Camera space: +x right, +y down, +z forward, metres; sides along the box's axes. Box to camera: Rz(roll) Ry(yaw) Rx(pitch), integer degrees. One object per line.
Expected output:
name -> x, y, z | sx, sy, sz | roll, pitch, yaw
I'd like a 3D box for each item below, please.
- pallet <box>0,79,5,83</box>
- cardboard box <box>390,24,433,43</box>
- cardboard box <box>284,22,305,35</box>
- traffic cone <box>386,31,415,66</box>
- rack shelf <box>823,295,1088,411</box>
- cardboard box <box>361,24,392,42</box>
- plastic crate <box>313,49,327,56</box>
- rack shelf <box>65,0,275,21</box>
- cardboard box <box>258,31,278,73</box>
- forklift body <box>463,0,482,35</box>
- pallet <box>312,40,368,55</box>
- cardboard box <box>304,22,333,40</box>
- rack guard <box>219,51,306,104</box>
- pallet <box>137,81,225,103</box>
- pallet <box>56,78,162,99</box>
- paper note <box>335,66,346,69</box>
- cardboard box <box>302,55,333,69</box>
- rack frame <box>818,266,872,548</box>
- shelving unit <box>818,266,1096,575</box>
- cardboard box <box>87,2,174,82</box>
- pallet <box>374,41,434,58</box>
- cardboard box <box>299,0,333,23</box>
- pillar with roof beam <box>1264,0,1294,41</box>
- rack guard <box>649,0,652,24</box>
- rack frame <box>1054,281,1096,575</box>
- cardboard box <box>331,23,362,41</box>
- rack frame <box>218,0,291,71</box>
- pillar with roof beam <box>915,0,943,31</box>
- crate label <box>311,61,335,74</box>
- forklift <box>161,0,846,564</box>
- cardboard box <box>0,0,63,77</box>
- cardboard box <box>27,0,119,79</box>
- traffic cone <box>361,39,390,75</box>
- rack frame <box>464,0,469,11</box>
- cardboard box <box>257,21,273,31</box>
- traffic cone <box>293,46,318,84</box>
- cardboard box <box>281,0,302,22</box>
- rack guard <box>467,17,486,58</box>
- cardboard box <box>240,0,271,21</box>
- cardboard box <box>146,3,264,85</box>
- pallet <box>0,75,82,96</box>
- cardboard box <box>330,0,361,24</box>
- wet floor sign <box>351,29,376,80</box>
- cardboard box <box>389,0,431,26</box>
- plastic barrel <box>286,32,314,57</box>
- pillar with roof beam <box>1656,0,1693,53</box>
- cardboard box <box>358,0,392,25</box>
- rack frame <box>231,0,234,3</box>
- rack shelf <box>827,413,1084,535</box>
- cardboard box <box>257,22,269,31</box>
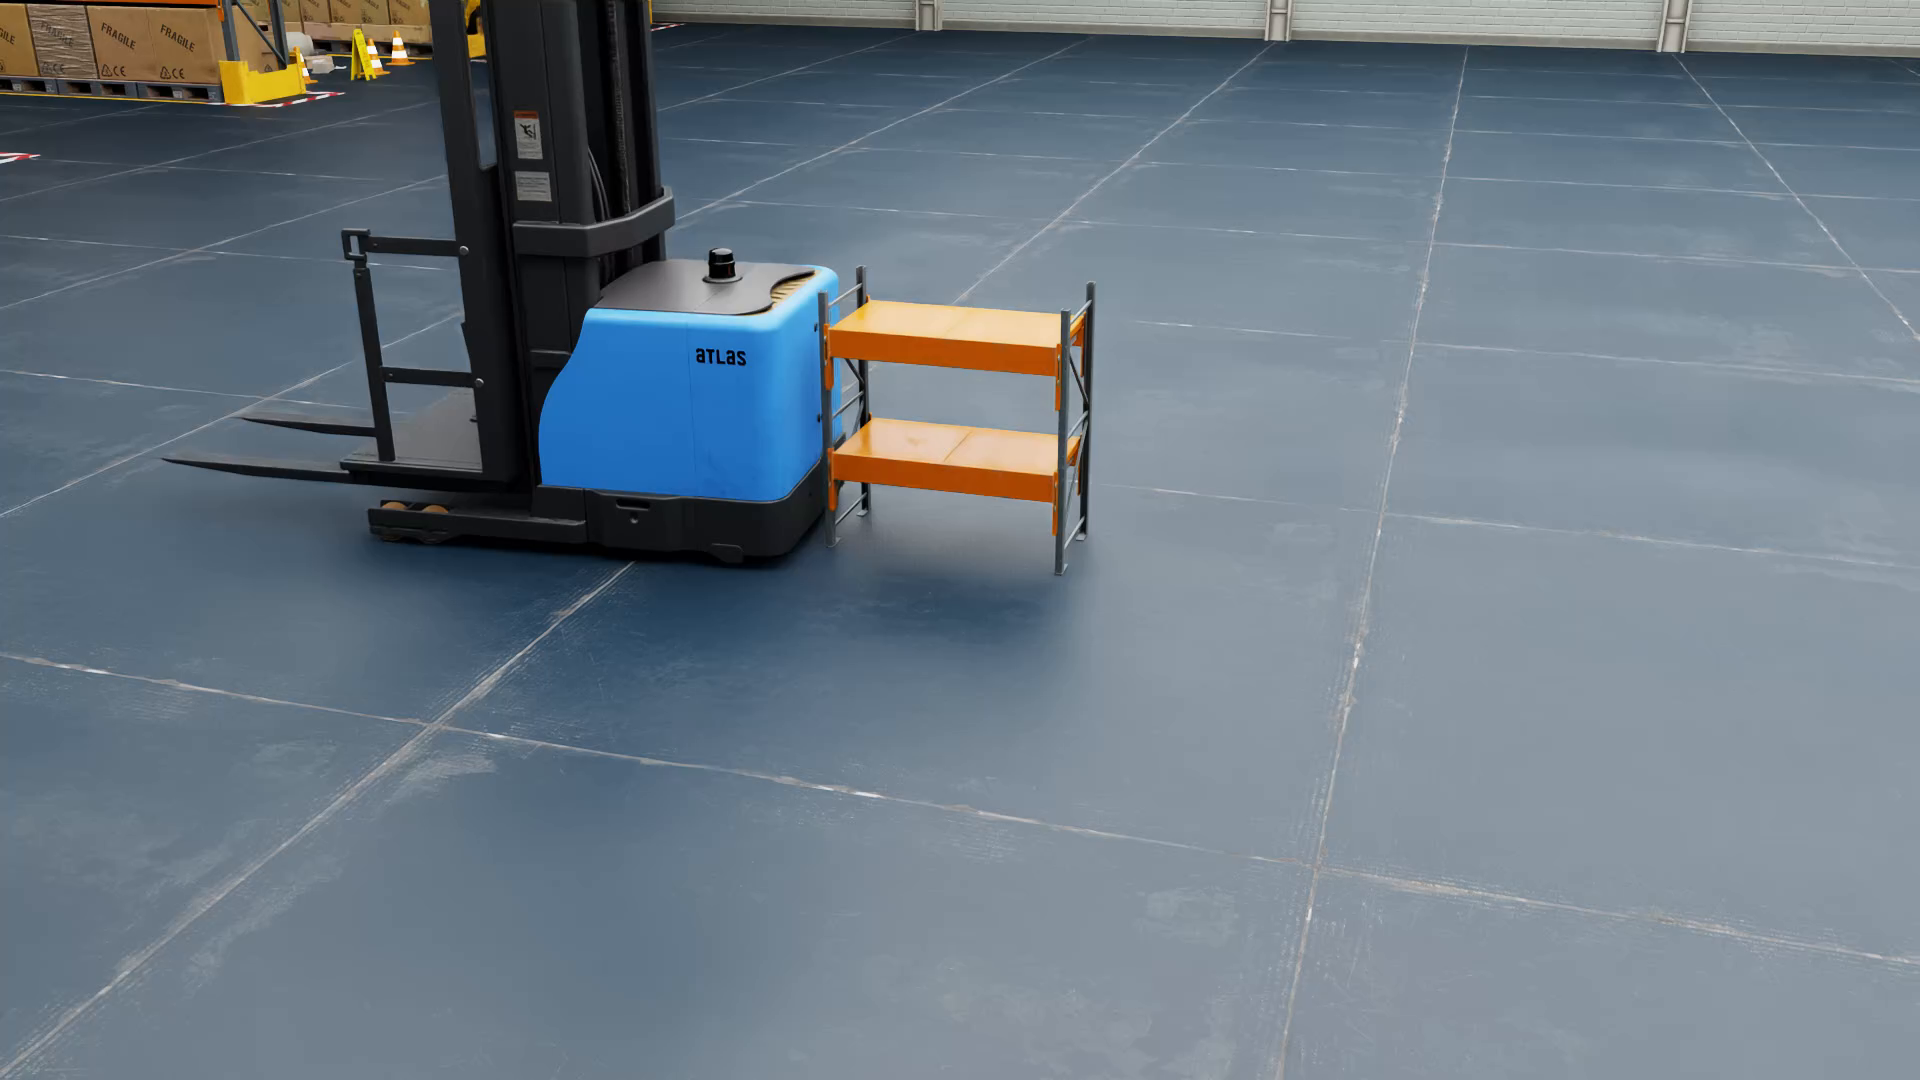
pallet -> -13.228, -6.089, 21.835 | 1.213, 0.211, 1.003 | 7, 23, 16
cardboard box -> -8.180, -7.608, 24.935 | 0.500, 0.250, 0.500 | 6, 23, 15
cardboard box -> -10.133, -7.836, 25.491 | 0.500, 0.250, 0.500 | 8, 24, 19
traffic cone -> -8.089, -7.097, 23.963 | 0.334, 0.463, 0.336 | 7, 23, 16
rack shelf -> -0.006, -0.792, 6.947 | 1.000, 0.278, 0.538 | 7, 23, 16
cardboard box -> -8.650, -7.665, 25.074 | 0.500, 0.250, 0.500 | 7, 23, 16
plastic crate -> -9.868, -7.310, 24.986 | 0.583, 0.080, 0.402 | -1, 22, -3
rack shelf -> -10.553, -6.770, 20.769 | 4.000, 0.370, 1.077 | 7, 23, 16
cardboard box -> -9.718, -6.810, 23.210 | 0.637, 0.503, 0.797 | -9, 24, -21
forklift body -> -8.217, -9.649, 27.959 | 1.214, 2.155, 2.313 | 7, 23, 16
pallet -> -9.309, -7.647, 25.635 | 1.213, 0.211, 1.003 | 7, 23, 16
cardboard box -> -9.625, -7.779, 25.351 | 0.500, 0.250, 0.500 | 6, 23, 15
rack guard -> -8.615, -5.724, 20.566 | 0.348, 0.500, 1.175 | 7, 23, 16
pallet -> -9.426, -5.652, 20.771 | 1.213, 0.211, 1.003 | 7, 23, 15
pallet -> -10.590, -5.787, 21.099 | 1.213, 0.211, 1.003 | 7, 23, 15
paper note -> -8.785, -6.699, 23.562 | 0.142, 0.019, 0.148 | -1, 22, -3
cardboard box -> -9.143, -6.783, 23.611 | 0.380, 0.149, 0.250 | -20, 29, -39
rack frame -> -0.493, -0.577, 7.194 | 0.032, 1.125, 0.500 | 7, 23, 16
shelving unit -> -0.006, -0.521, 7.058 | 1.048, 1.125, 0.538 | 7, 23, 16
cardboard box -> -10.149, -6.240, 20.777 | 0.875, 0.875, 0.875 | 6, 23, 15
pallet -> -8.145, -7.513, 25.307 | 1.213, 0.211, 1.003 | 7, 23, 16
cardboard box -> -9.636, -8.126, 25.208 | 0.500, 0.500, 0.500 | 8, 24, 18
pillar with roof beam -> 3.964, -10.796, 21.732 | 0.400, 9.000, 9.100 | 7, 23, 16
rack guard -> -5.852, -9.337, 29.375 | 0.348, 0.500, 1.175 | 7, 23, 16
rack frame -> 0.480, -0.465, 6.922 | 0.032, 1.125, 0.500 | 7, 23, 16
cardboard box -> -9.153, -7.721, 25.209 | 0.500, 0.250, 0.500 | 6, 23, 14
rack frame -> -8.638, -6.883, 20.098 | 0.127, 3.000, 1.000 | 7, 23, 16
pillar with roof beam -> -1.780, -11.454, 23.336 | 0.400, 9.000, 9.100 | 7, 23, 16
crate label -> -8.855, -6.570, 23.106 | 0.298, 0.136, 0.250 | -5, 23, -12
forklift -> -2.100, -1.526, 7.129 | 3.031, 2.935, 1.130 | 5, 23, 11
cardboard box -> -11.886, -6.438, 21.260 | 0.875, 0.875, 0.875 | 7, 23, 16
cardboard box -> -11.022, -6.341, 21.023 | 0.875, 0.875, 0.875 | 7, 23, 16
traffic cone -> -8.084, -6.657, 22.889 | 0.334, 0.463, 0.336 | 7, 23, 16
rack frame -> -7.305, -8.693, 24.509 | 0.127, 3.000, 1.000 | 7, 23, 16
cardboard box -> -10.648, -7.891, 25.623 | 0.500, 0.250, 0.500 | 5, 23, 13
traffic cone -> -8.736, -6.284, 21.979 | 0.334, 0.463, 0.336 | 7, 23, 16
cardboard box -> -10.132, -8.183, 25.348 | 0.500, 0.500, 0.500 | 8, 23, 18
rack guard -> -7.378, -7.544, 25.004 | 0.348, 0.500, 1.175 | 7, 23, 16
cardboard box -> -10.648, -8.237, 25.481 | 0.500, 0.500, 0.500 | 8, 24, 18
cardboard box -> -9.306, -6.145, 20.544 | 0.875, 0.875, 0.875 | 7, 23, 16
pallet -> -11.762, -5.920, 21.423 | 1.213, 0.211, 1.003 | 7, 23, 15
cardboard box -> -9.129, -8.069, 25.070 | 0.500, 0.500, 0.500 | 6, 23, 14
wet floor sign -> -8.038, -6.510, 22.290 | 0.232, 0.644, 0.267 | 3, 22, 6
cardboard box -> -8.147, -7.955, 24.792 | 0.500, 0.500, 0.500 | 7, 23, 16
plastic barrel -> -9.720, -7.177, 24.209 | 0.512, 0.421, 0.421 | -14, 26, -30
pillar with roof beam -> 9.708, -10.139, 20.129 | 0.400, 9.000, 9.100 | 7, 23, 16
cardboard box -> -8.648, -8.011, 24.929 | 0.500, 0.500, 0.500 | 7, 23, 17
rack frame -> -13.534, -11.373, 31.045 | 0.127, 3.000, 1.000 | 7, 23, 16
rack shelf -> -0.006, -0.295, 7.151 | 1.000, 0.278, 0.538 | 7, 23, 16
cardboard box -> -10.502, -7.364, 24.560 | 0.500, 0.500, 0.500 | -14, 26, -30
